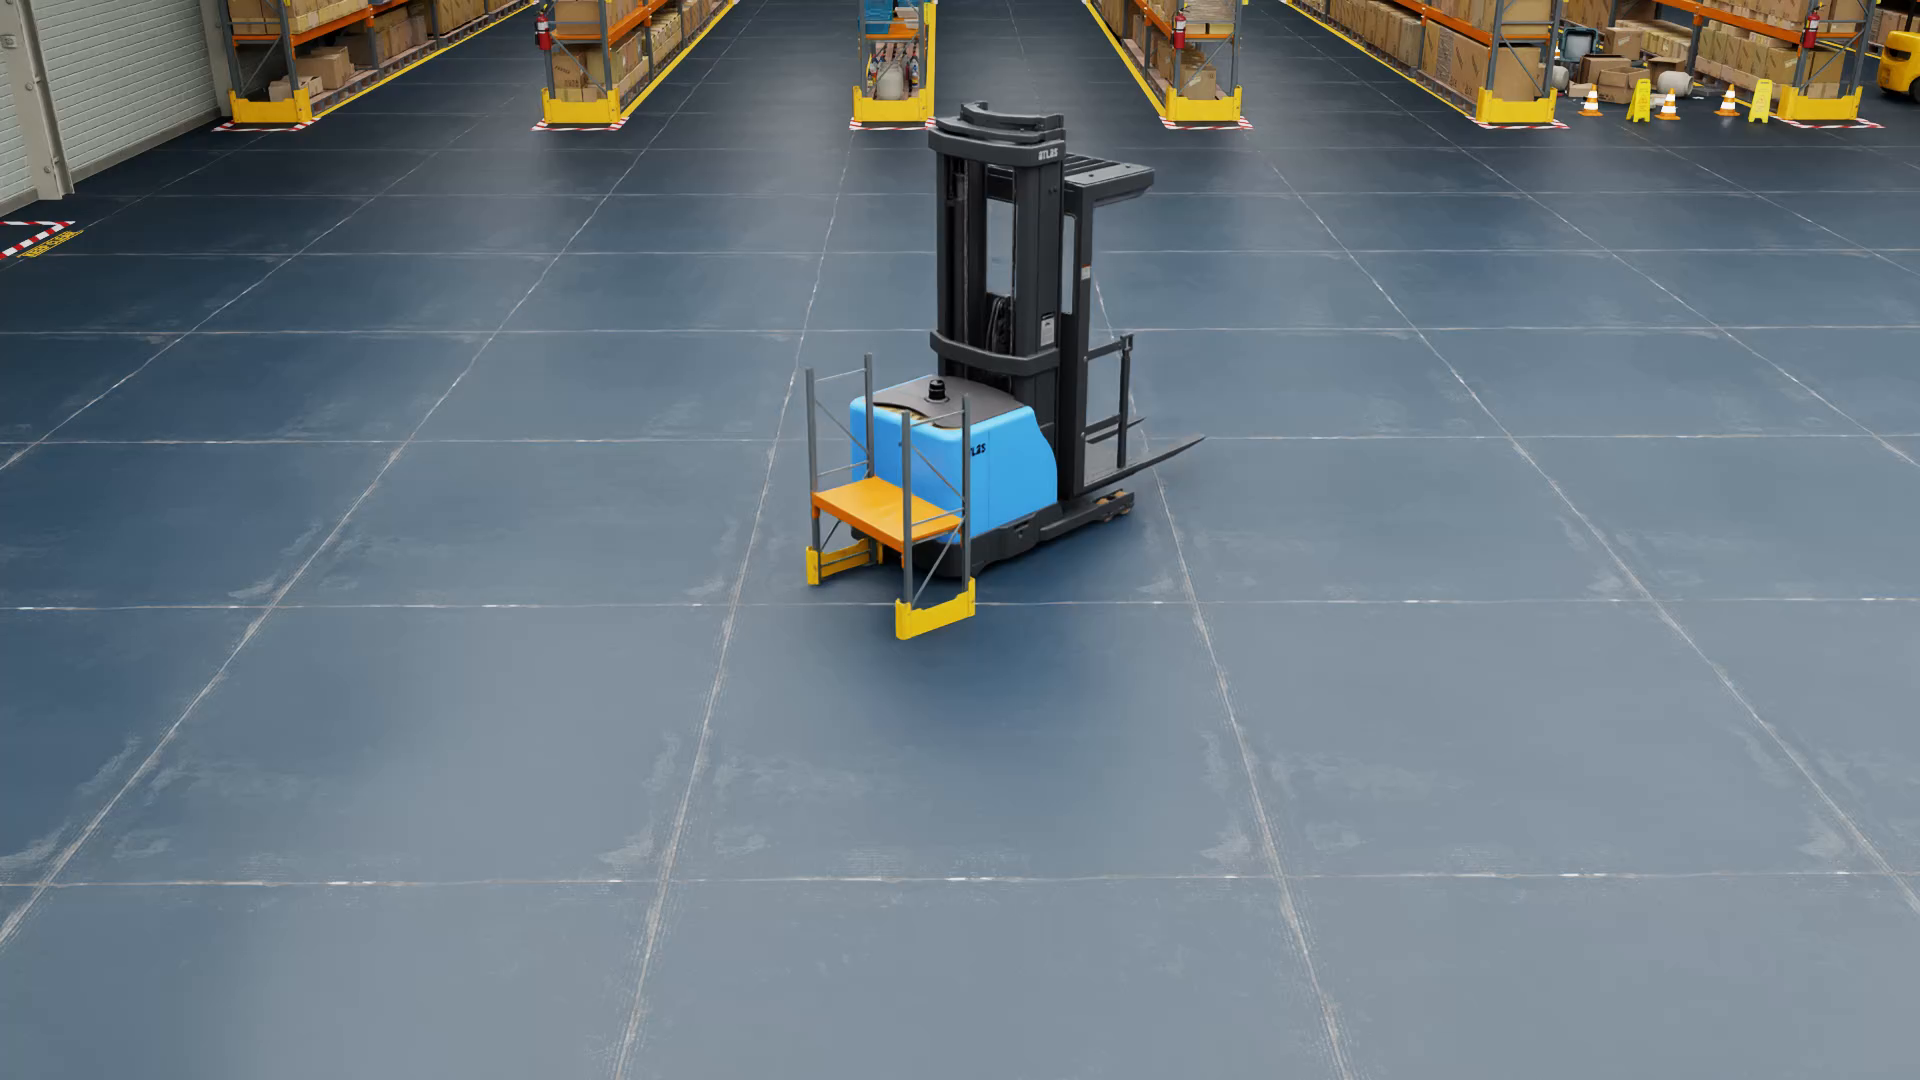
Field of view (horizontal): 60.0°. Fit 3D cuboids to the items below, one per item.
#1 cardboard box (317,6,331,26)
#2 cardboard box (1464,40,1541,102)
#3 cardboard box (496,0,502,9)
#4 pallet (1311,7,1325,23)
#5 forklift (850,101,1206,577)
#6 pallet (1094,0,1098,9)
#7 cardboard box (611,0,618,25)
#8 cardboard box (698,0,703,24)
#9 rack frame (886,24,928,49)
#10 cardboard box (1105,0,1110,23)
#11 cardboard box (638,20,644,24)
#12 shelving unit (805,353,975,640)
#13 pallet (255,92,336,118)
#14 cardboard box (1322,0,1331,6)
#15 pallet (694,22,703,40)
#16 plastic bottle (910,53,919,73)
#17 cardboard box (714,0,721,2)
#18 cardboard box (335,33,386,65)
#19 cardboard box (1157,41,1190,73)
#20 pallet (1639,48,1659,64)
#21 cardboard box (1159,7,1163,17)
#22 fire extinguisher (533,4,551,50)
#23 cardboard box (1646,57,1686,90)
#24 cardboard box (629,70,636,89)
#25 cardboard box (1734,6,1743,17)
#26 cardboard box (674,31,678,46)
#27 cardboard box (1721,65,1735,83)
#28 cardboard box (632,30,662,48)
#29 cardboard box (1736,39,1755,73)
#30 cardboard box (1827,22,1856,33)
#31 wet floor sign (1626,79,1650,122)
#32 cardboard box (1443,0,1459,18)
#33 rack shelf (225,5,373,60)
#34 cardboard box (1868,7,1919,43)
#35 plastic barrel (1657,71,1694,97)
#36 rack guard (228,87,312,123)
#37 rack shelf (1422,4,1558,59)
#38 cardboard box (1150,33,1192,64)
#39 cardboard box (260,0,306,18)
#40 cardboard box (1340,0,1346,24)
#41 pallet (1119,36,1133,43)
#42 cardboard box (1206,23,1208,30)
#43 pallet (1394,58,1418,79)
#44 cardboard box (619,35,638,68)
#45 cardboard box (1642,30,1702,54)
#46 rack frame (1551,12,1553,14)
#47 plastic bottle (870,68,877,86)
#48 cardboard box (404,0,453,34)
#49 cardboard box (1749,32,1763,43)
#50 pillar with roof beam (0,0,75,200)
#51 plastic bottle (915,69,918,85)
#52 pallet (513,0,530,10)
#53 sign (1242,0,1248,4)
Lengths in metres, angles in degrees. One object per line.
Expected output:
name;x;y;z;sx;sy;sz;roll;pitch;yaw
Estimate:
cardboard box;-10.675;-8.600;27.283;0.500;0.250;0.500;-1;24;-1
cardboard box;8.779;-7.583;26.945;0.875;0.875;0.875;0;24;0
cardboard box;-11.006;-12.546;38.373;0.700;0.500;0.500;0;24;-1
pallet;8.679;-12.031;38.096;1.003;0.211;1.213;0;24;-1
forklift;0.629;-1.599;11.729;1.130;2.935;3.031;22;32;40
pallet;3.804;-13.093;40.444;1.003;0.211;1.213;0;24;-1
cardboard box;-6.017;-8.716;27.260;0.700;0.500;0.500;0;24;0
cardboard box;-5.851;-11.451;35.928;0.500;0.500;0.500;0;24;0
rack frame;-1.149;-11.374;33.259;1.000;3.000;0.127;0;24;-1
cardboard box;3.798;-11.636;35.907;1.225;0.875;0.875;-1;24;-2
cardboard box;-6.372;-9.904;32.154;0.500;0.311;0.500;-1;24;-2
shelving unit;-0.463;-0.303;10.599;0.587;1.500;1.083;-18;30;-35
pallet;-10.942;-7.129;27.256;1.003;0.211;1.213;0;24;-1
cardboard box;8.400;-12.182;37.633;0.380;0.149;0.250;0;24;0
pallet;-6.082;-10.892;35.577;1.003;0.211;1.213;0;24;-1
plastic bottle;-0.810;-8.455;29.486;0.144;0.351;0.185;-1;24;-2
cardboard box;-5.956;-12.983;39.619;0.500;0.250;0.500;0;24;-1
cardboard box;-11.036;-9.046;30.611;0.700;0.500;0.500;1;24;1
cardboard box;3.812;-8.636;29.727;0.500;0.500;0.500;-1;24;-2
pallet;13.731;-9.347;32.160;1.003;0.211;1.213;0;24;-1
cardboard box;3.579;-8.926;28.150;0.380;0.149;0.250;0;24;-1
fire extinguisher;-6.478;-7.971;25.828;0.296;0.674;0.183;0;24;-1
cardboard box;12.408;-8.207;29.287;0.500;0.500;0.500;19;30;35
cardboard box;-5.812;-7.835;28.262;0.500;0.250;0.500;0;24;-1
cardboard box;13.444;-9.020;28.358;0.380;0.149;0.250;0;24;0
cardboard box;-5.843;-9.864;32.746;0.500;0.250;0.500;-1;24;-1
cardboard box;13.519;-8.048;28.732;0.500;0.250;0.500;-1;24;-1
cardboard box;-5.814;-9.277;30.768;0.500;0.311;0.500;-1;24;-1
cardboard box;13.524;-8.177;28.106;0.500;0.500;0.500;-1;24;-2
cardboard box;14.004;-8.171;26.481;0.380;0.149;0.250;0;24;0
wet floor sign;10.832;-7.005;26.455;0.267;0.644;0.232;-4;25;-10
cardboard box;8.741;-9.196;28.260;0.875;0.550;0.550;0;24;-1
rack shelf;-10.990;-8.529;27.842;1.077;0.370;4.000;0;24;-1
cardboard box;18.670;-10.317;33.294;0.875;0.625;0.625;1;24;1
plastic barrel;12.264;-7.815;28.515;0.512;0.421;0.421;19;30;35
rack guard;-10.969;-6.925;26.456;1.175;0.500;0.348;0;24;-1
rack shelf;8.830;-8.577;27.947;1.077;0.370;4.000;0;24;-1
cardboard box;3.863;-9.063;30.648;0.700;0.500;0.500;-2;24;-5
cardboard box;-10.672;-8.514;26.182;0.500;0.500;0.500;0;24;0
cardboard box;8.491;-11.338;35.703;0.500;0.500;0.500;0;24;0
pallet;3.871;-10.451;34.602;1.003;0.211;1.213;0;24;-1
cardboard box;4.143;-8.207;26.561;0.380;0.149;0.250;0;24;-1
pallet;8.725;-8.776;30.898;1.003;0.211;1.213;0;24;-1
cardboard box;-5.831;-8.383;28.563;0.500;0.500;0.500;0;24;-1
cardboard box;13.728;-9.586;31.983;0.950;0.372;0.625;1;24;1
rack frame;13.670;-13.089;37.051;1.000;3.000;0.127;0;24;-1
plastic bottle;-1.495;-7.896;28.339;0.152;0.276;0.135;0;24;0
cardboard box;-10.932;-10.845;34.188;0.750;0.750;0.750;-1;24;-1
cardboard box;13.459;-8.412;27.840;0.380;0.149;0.250;1;24;2
pillar with roof beam;-7.470;-8.598;19.841;9.100;9.000;0.400;0;24;-1
plastic bottle;-0.754;-7.882;28.300;0.061;0.283;0.133;0;24;0
pallet;-11.055;-13.026;40.296;1.003;0.211;1.213;0;24;-1
sign;4.434;-8.497;25.846;0.100;0.325;0.005;0;24;-1
